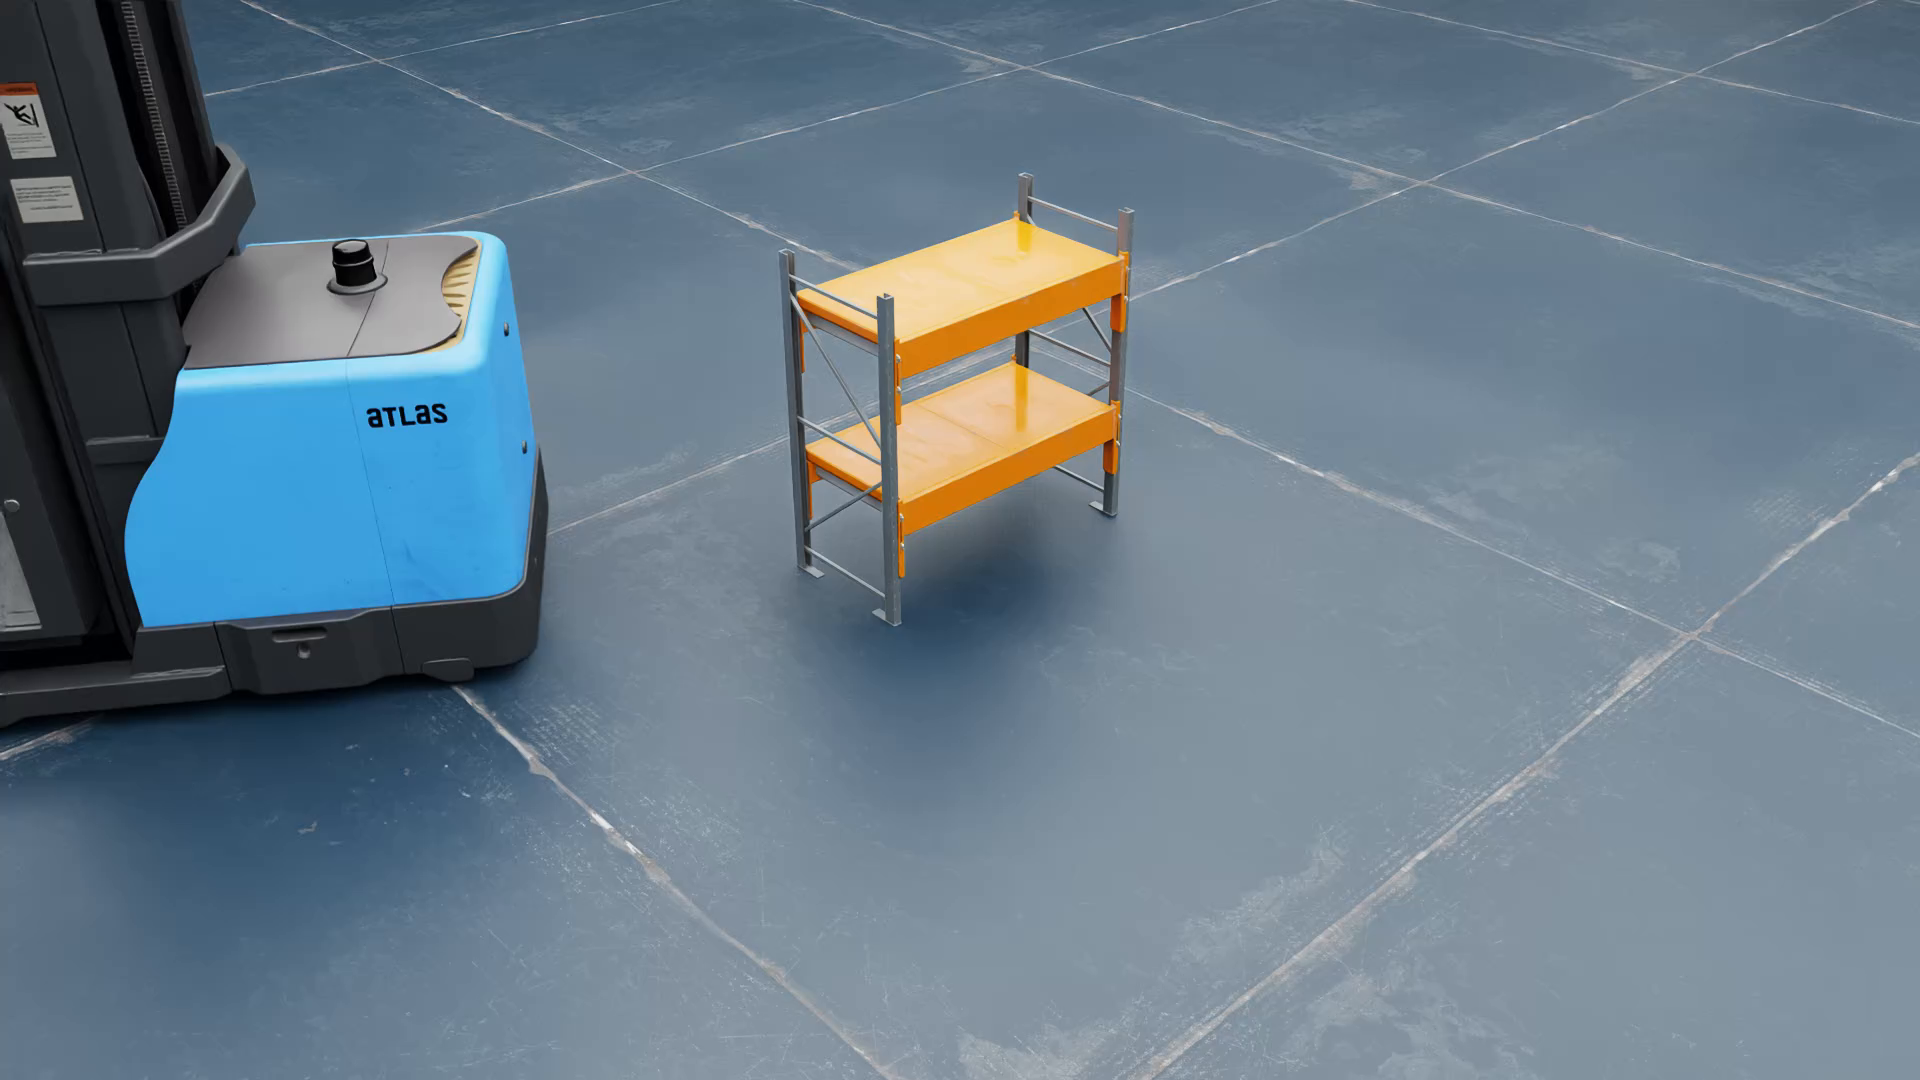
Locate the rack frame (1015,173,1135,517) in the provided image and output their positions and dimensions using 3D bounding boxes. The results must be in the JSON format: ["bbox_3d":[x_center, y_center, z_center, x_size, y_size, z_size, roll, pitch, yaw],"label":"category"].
[{"bbox_3d":[0.378,-0.663,5.755,0.032,1.125,0.500,-26,40,-35],"label":"rack frame"}]

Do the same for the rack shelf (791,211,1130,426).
[{"bbox_3d":[0.005,-0.732,5.308,1.000,0.278,0.538,-26,40,-35],"label":"rack shelf"}]

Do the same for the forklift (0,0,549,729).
[{"bbox_3d":[-2.860,-0.959,4.509,3.031,2.935,1.130,-5,32,-8],"label":"forklift"}]

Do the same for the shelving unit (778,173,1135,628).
[{"bbox_3d":[0.005,-0.482,5.460,1.048,1.125,0.538,-26,40,-35],"label":"shelving unit"}]

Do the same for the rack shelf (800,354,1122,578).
[{"bbox_3d":[0.005,-0.274,5.588,1.000,0.278,0.538,-26,40,-35],"label":"rack shelf"}]

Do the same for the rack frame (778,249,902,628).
[{"bbox_3d":[-0.368,-0.302,5.166,0.032,1.125,0.500,-26,40,-35],"label":"rack frame"}]
